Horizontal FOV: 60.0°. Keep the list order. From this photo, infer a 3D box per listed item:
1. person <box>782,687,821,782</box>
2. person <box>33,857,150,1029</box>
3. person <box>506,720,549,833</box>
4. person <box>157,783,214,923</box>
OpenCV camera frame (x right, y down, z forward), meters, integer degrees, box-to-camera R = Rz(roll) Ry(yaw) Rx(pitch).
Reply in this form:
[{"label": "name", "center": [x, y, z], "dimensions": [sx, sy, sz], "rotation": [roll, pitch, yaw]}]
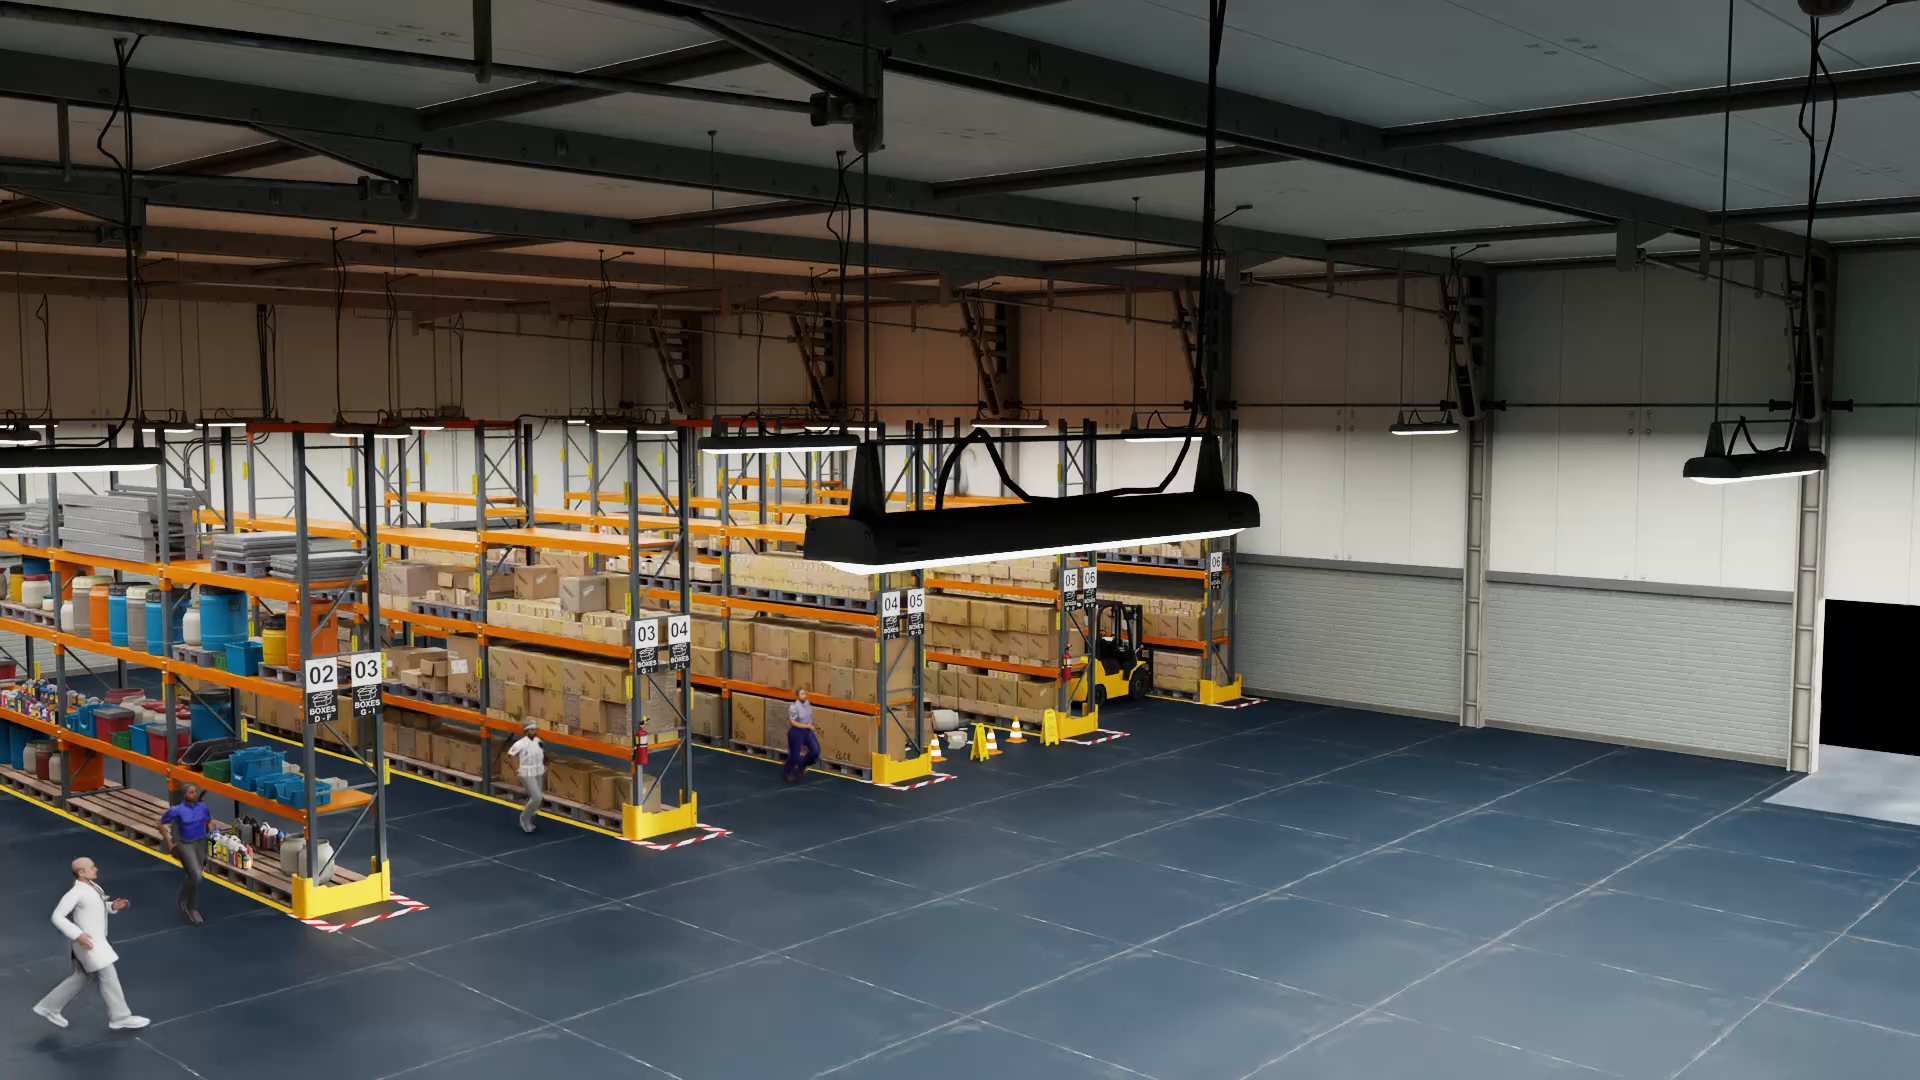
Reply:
[{"label": "person", "center": [-2.635, 3.251, 27.798], "dimensions": [0.760, 1.601, 0.621], "rotation": [4, 6, 41]}, {"label": "person", "center": [-8.742, 4.050, 16.680], "dimensions": [1.065, 1.762, 0.704], "rotation": [-2, 5, -20]}, {"label": "person", "center": [-6.305, 3.481, 24.531], "dimensions": [0.645, 1.675, 0.552], "rotation": [3, 5, 32]}, {"label": "person", "center": [-9.462, 3.839, 20.456], "dimensions": [0.750, 1.713, 0.545], "rotation": [2, 5, 26]}]
